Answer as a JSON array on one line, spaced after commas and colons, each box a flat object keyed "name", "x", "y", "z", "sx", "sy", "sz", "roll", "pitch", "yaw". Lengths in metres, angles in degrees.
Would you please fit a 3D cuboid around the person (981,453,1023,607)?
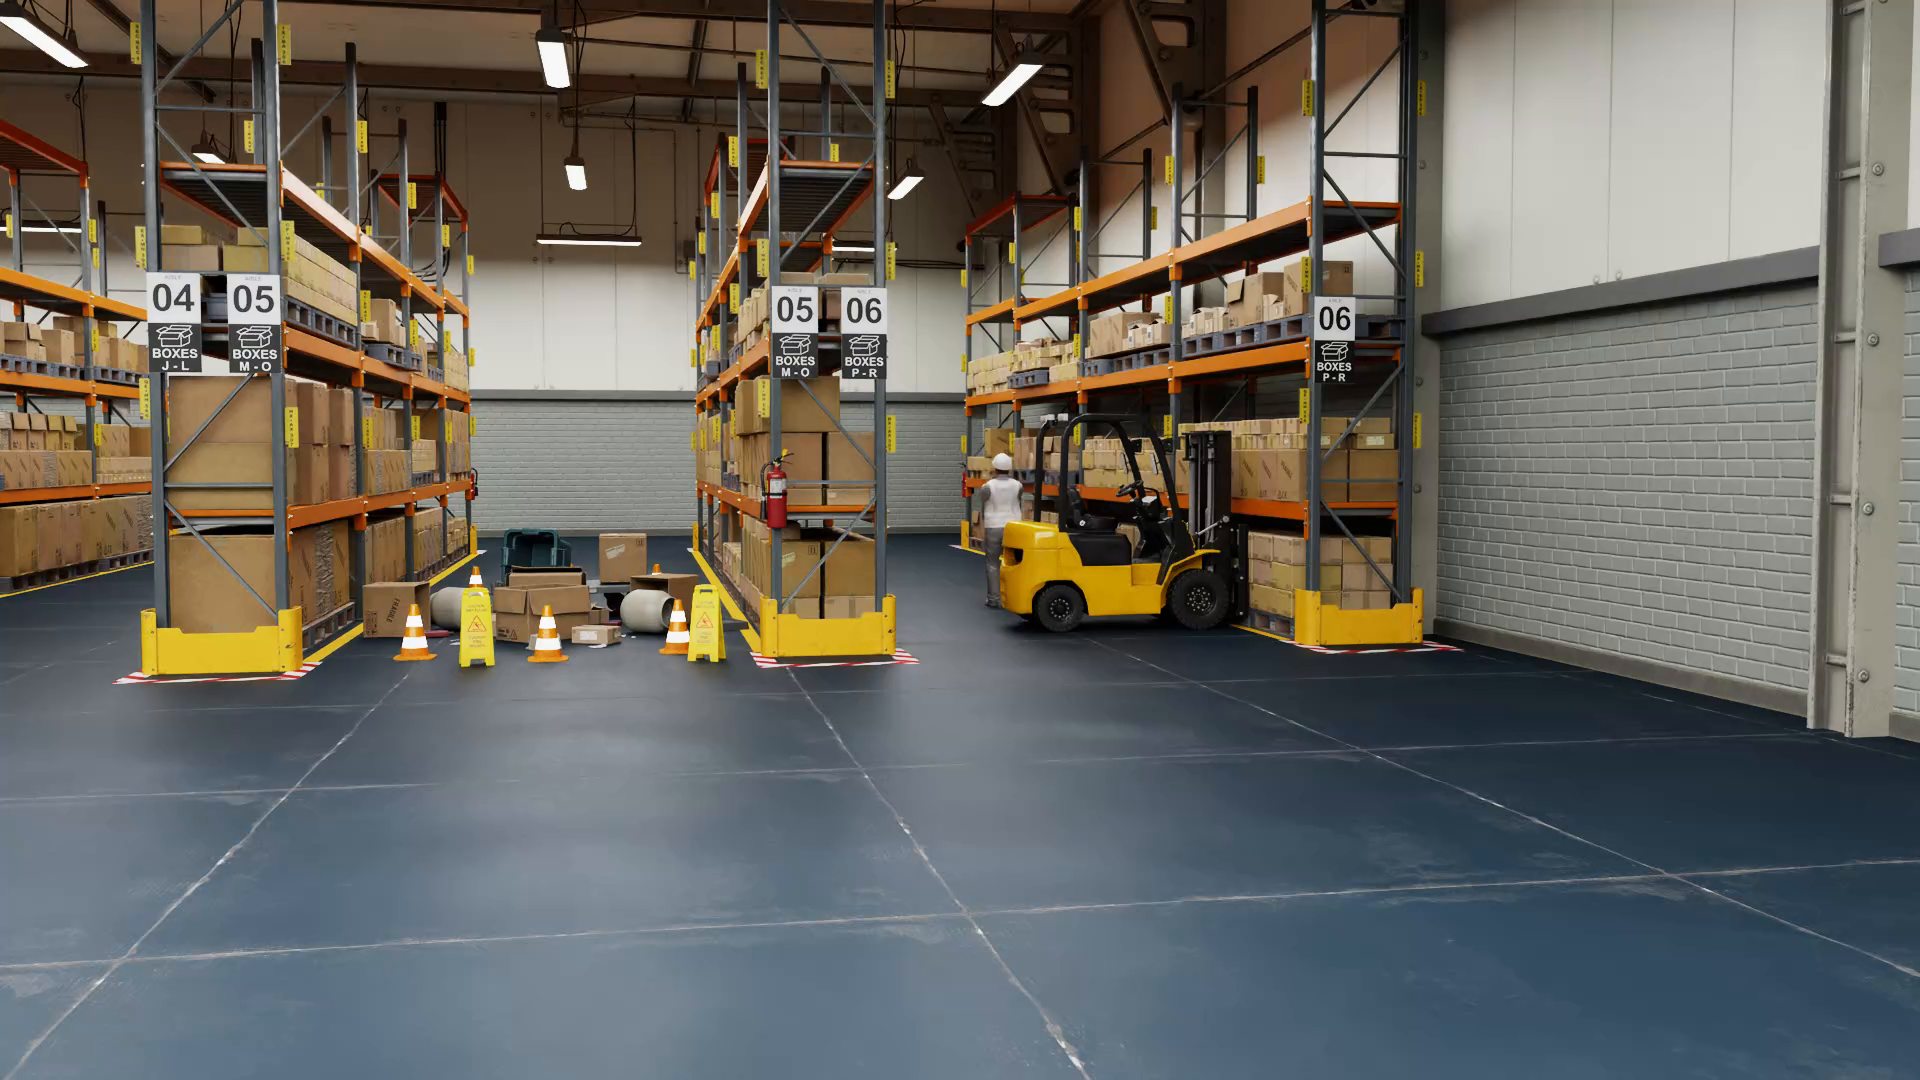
[{"name": "person", "x": 0.461, "y": -0.120, "z": 19.220, "sx": 0.494, "sy": 1.763, "sz": 0.556, "roll": -1, "pitch": 3, "yaw": -11}]
